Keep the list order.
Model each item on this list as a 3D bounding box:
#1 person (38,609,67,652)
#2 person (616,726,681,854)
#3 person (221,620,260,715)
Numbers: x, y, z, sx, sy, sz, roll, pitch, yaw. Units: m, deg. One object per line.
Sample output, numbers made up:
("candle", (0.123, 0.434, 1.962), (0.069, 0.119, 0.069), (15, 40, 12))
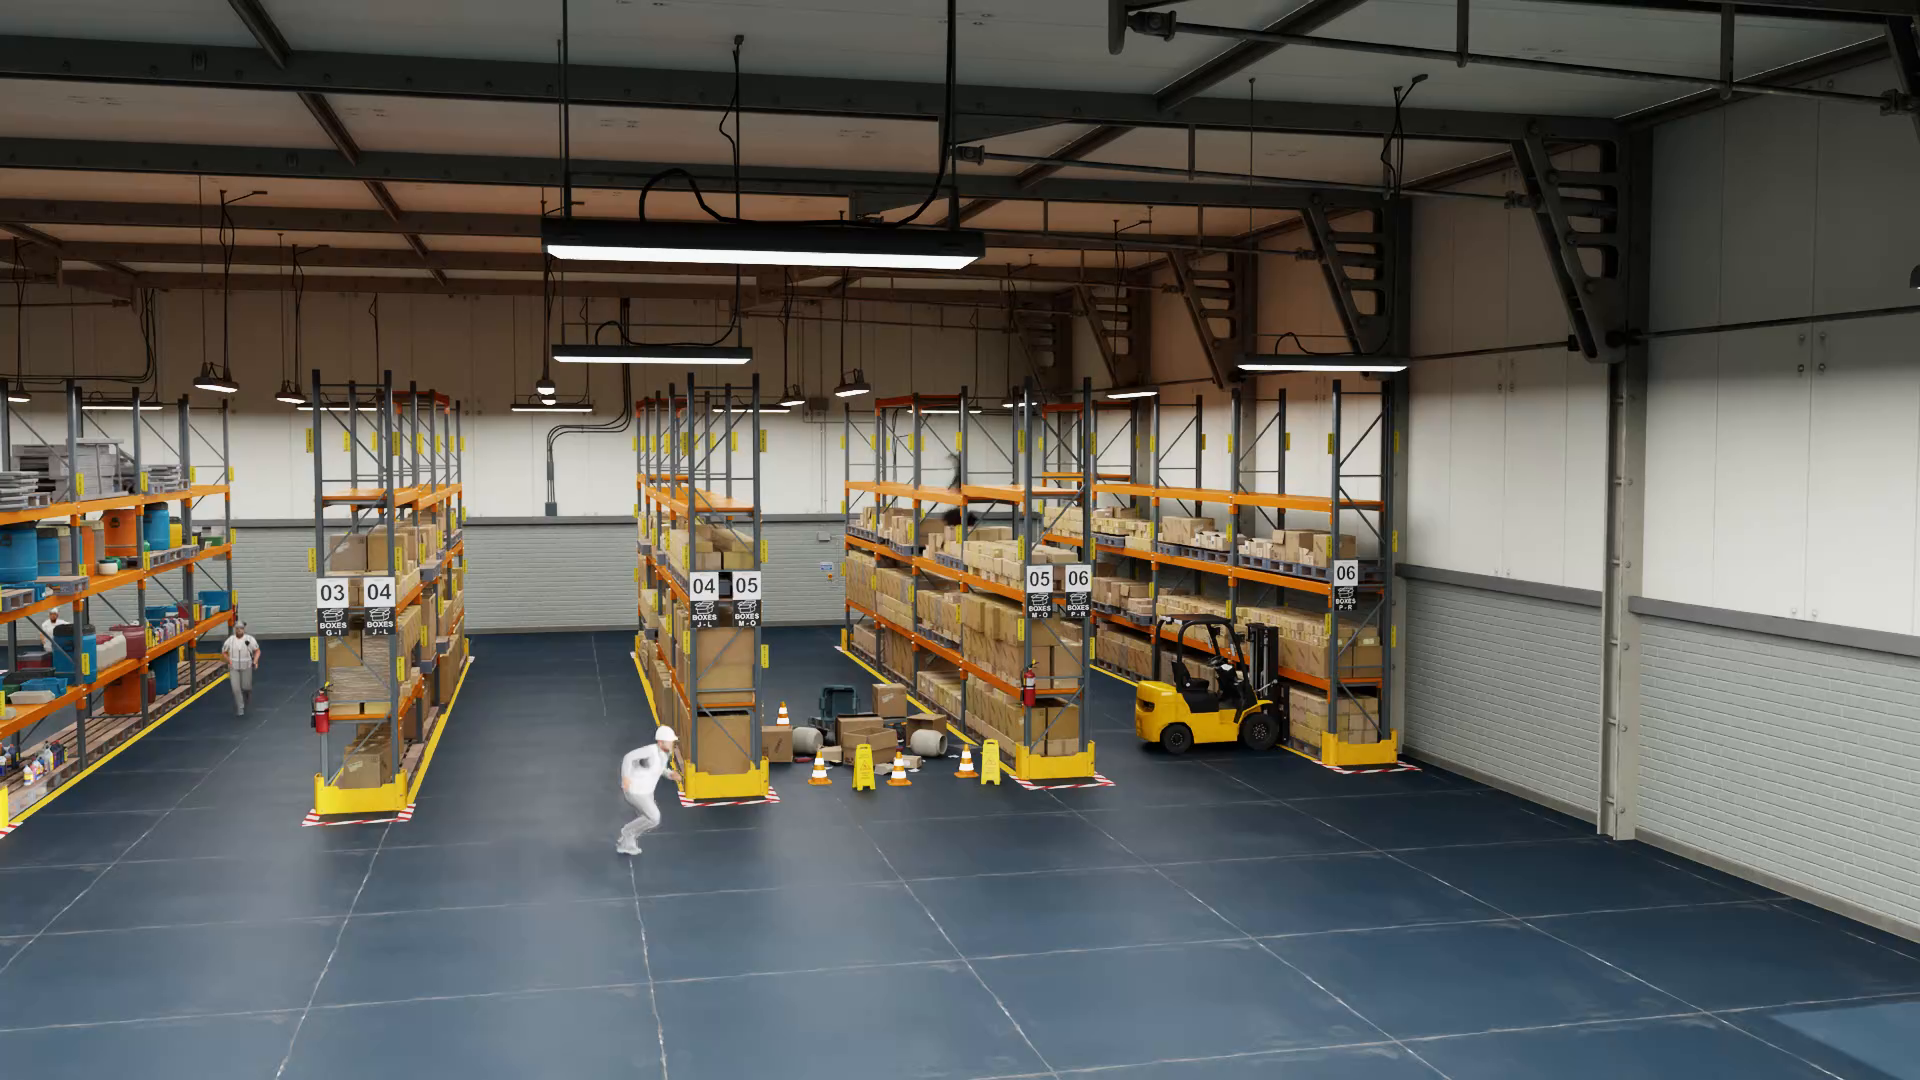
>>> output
("person", (-18.569, 2.225, 34.075), (0.592, 1.634, 0.528), (-1, 3, -15))
("person", (-3.799, 3.041, 20.107), (0.867, 1.600, 0.685), (1, 3, 18))
("person", (-13.373, 2.359, 30.920), (0.665, 1.746, 0.603), (-1, 3, -19))
